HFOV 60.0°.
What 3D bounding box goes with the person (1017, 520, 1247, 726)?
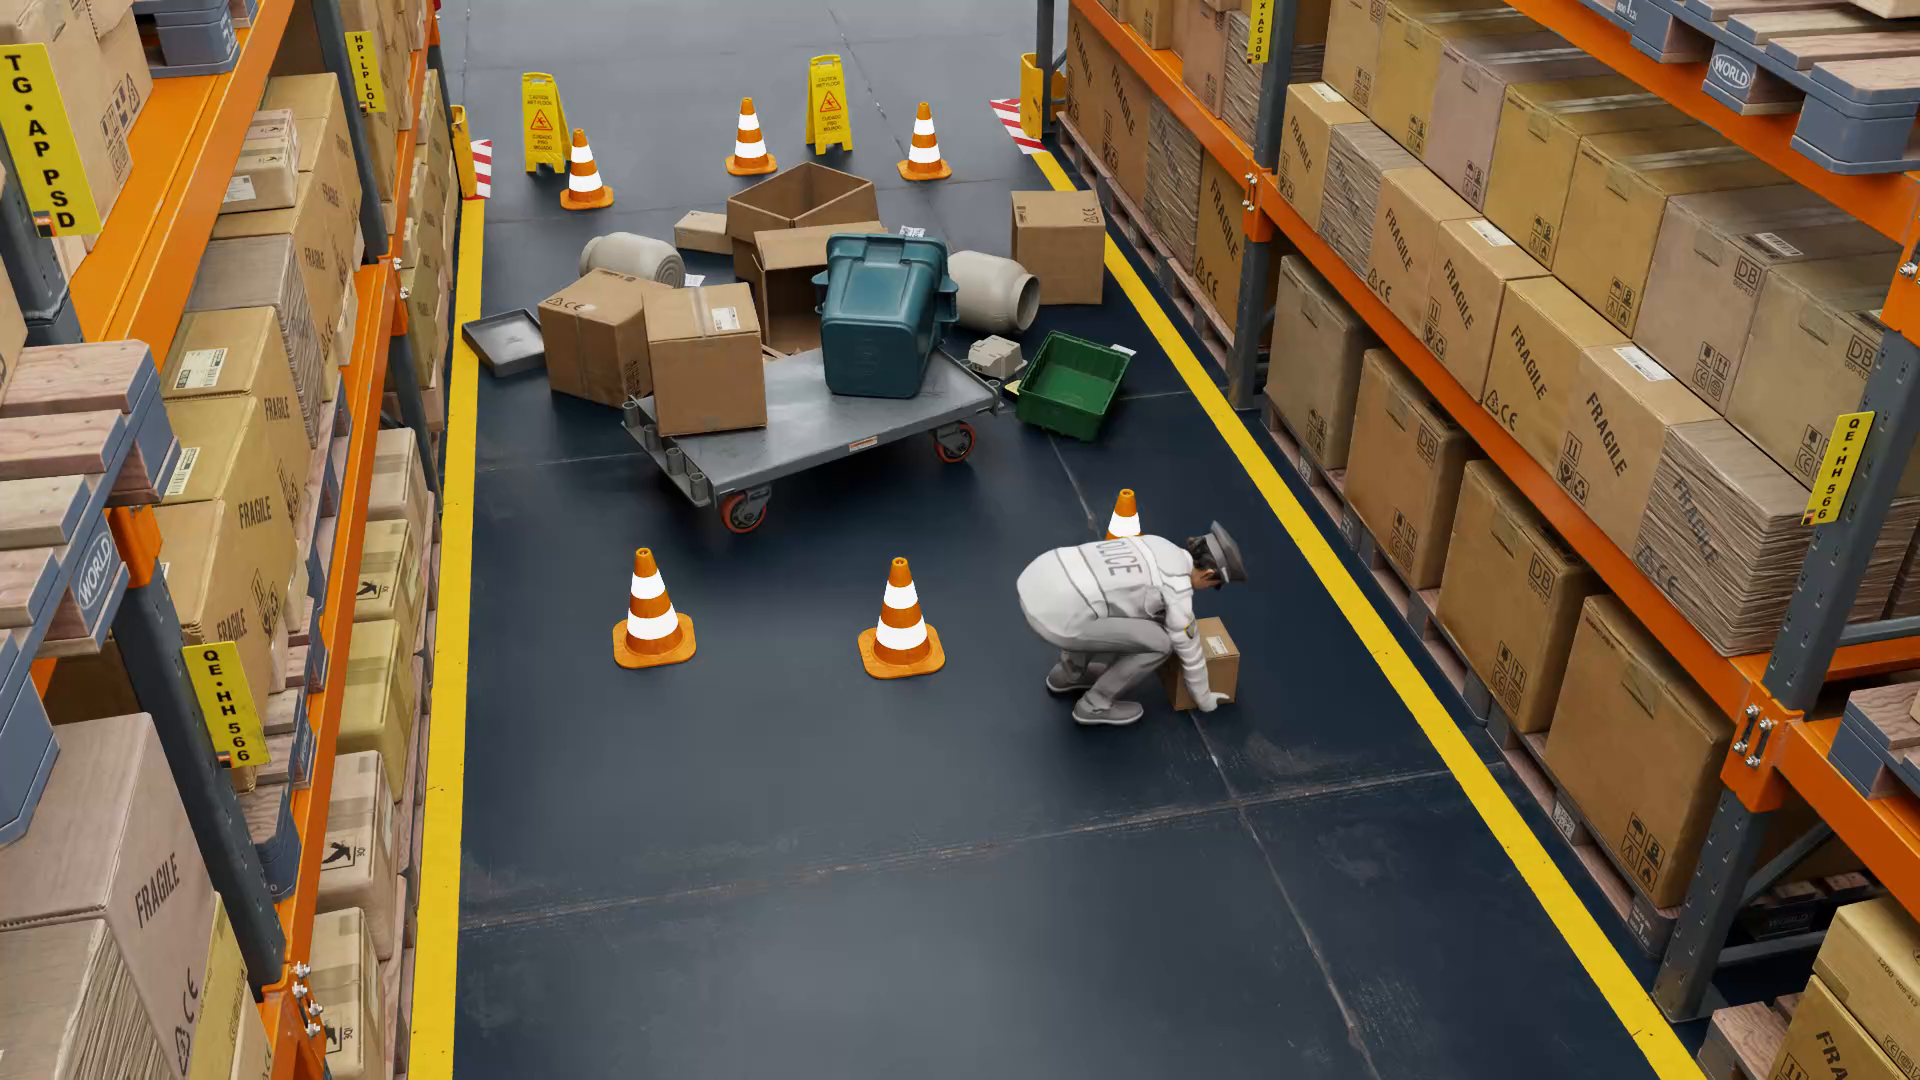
[{"bbox_3d":[0.672,0.327,6.491,0.915,0.763,0.450,-8,35,-12],"label":"person"}]
